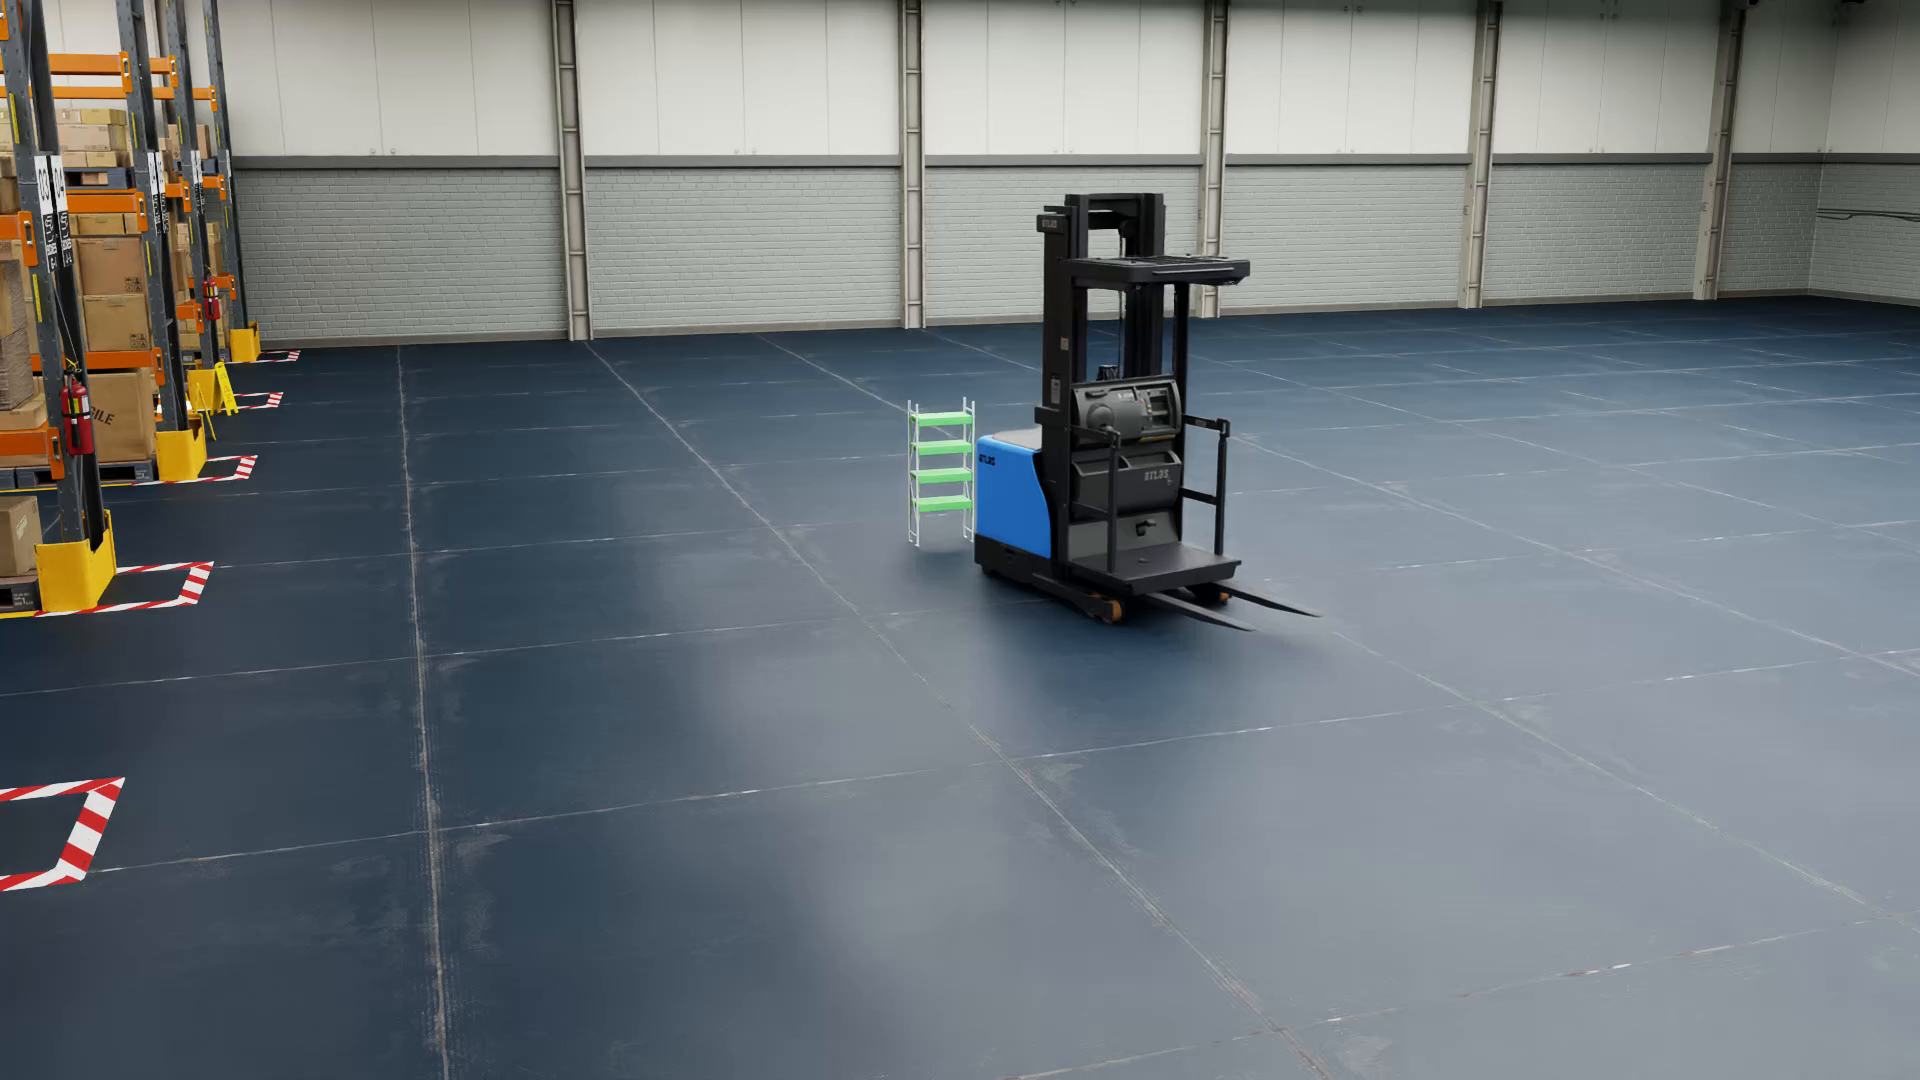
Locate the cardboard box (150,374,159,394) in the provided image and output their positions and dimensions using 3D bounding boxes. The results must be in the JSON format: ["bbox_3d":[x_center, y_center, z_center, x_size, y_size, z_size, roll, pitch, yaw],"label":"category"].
[{"bbox_3d":[-10.407,-1.999,21.098,0.500,0.250,0.500,-5,14,-18],"label":"cardboard box"}]

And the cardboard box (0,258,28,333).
[{"bbox_3d":[-7.151,-1.778,12.116,0.500,0.500,0.500,-4,14,-18],"label":"cardboard box"}]

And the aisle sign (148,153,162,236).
[{"bbox_3d":[-7.866,-3.378,16.246,0.004,0.787,0.394,-4,14,-18],"label":"aisle sign"}]

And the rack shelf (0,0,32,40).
[{"bbox_3d":[-8.439,-3.498,10.966,4.000,0.370,1.077,-4,14,-18],"label":"rack shelf"}]

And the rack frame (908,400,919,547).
[{"bbox_3d":[-0.388,-0.553,13.877,0.015,1.200,0.240,-4,14,-18],"label":"rack frame"}]

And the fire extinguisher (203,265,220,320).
[{"bbox_3d":[-9.448,-3.122,20.954,0.183,0.674,0.296,-4,14,-18],"label":"fire extinguisher"}]

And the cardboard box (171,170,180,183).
[{"bbox_3d":[-10.122,-4.636,21.213,0.250,0.149,0.380,-4,14,-18],"label":"cardboard box"}]

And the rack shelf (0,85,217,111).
[{"bbox_3d":[-13.186,-6.567,24.725,4.000,0.370,1.077,-4,14,-18],"label":"rack shelf"}]

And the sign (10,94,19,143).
[{"bbox_3d":[-6.385,-2.846,11.229,0.005,0.325,0.100,-4,14,-18],"label":"sign"}]

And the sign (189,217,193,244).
[{"bbox_3d":[-9.546,-3.846,20.646,0.005,0.325,0.100,-4,14,-18],"label":"sign"}]

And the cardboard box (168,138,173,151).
[{"bbox_3d":[-10.106,-4.996,21.002,0.250,0.149,0.380,-5,14,-18],"label":"cardboard box"}]

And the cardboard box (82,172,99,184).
[{"bbox_3d":[-10.702,-4.460,20.472,0.250,0.149,0.380,-4,14,-18],"label":"cardboard box"}]

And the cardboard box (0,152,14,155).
[{"bbox_3d":[-8.958,-3.609,15.772,0.250,0.149,0.380,-4,14,-18],"label":"cardboard box"}]

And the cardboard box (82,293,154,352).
[{"bbox_3d":[-8.367,-2.210,16.627,0.550,0.550,0.875,-4,14,-18],"label":"cardboard box"}]

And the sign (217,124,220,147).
[{"bbox_3d":[-11.131,-6.072,24.965,0.005,0.325,0.100,-4,14,-18],"label":"sign"}]

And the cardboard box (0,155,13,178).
[{"bbox_3d":[-6.707,-2.570,11.447,0.250,0.149,0.380,-4,14,-18],"label":"cardboard box"}]

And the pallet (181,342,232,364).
[{"bbox_3d":[-12.002,-2.919,25.957,1.213,0.211,1.003,-4,14,-18],"label":"pallet"}]

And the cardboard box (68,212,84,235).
[{"bbox_3d":[-11.051,-3.751,20.410,0.500,0.500,0.700,-5,14,-19],"label":"cardboard box"}]

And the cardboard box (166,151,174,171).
[{"bbox_3d":[-10.265,-4.805,21.060,0.500,0.250,0.500,-5,14,-19],"label":"cardboard box"}]

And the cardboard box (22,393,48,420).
[{"bbox_3d":[-6.889,-0.988,12.357,0.250,0.149,0.380,-4,14,-18],"label":"cardboard box"}]

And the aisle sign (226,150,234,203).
[{"bbox_3d":[-11.135,-5.546,25.359,0.004,0.787,0.394,-4,14,-18],"label":"aisle sign"}]

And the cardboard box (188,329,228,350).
[{"bbox_3d":[-11.635,-3.104,25.743,0.500,0.250,0.500,-4,14,-18],"label":"cardboard box"}]

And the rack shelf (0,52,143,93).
[{"bbox_3d":[-9.925,-4.401,15.616,4.000,0.370,1.077,-4,14,-18],"label":"rack shelf"}]

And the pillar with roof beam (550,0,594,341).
[{"bbox_3d":[-5.178,-6.904,23.723,0.400,9.000,9.100,-4,14,-18],"label":"pillar with roof beam"}]

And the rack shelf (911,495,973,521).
[{"bbox_3d":[-0.157,-0.276,14.023,0.480,0.148,0.258,-4,14,-18],"label":"rack shelf"}]

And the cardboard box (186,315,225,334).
[{"bbox_3d":[-11.652,-3.346,25.683,0.500,0.250,0.500,-5,14,-19],"label":"cardboard box"}]

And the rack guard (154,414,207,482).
[{"bbox_3d":[-8.007,-0.960,17.098,0.348,0.500,1.175,-4,14,-18],"label":"rack guard"}]

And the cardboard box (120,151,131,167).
[{"bbox_3d":[-8.456,-3.809,16.613,0.250,0.149,0.380,-4,14,-18],"label":"cardboard box"}]

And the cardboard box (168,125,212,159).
[{"bbox_3d":[-11.632,-6.016,25.129,0.500,0.500,0.500,-4,14,-16],"label":"cardboard box"}]

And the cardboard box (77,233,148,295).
[{"bbox_3d":[-8.393,-2.754,16.580,0.550,0.550,0.875,-4,14,-18],"label":"cardboard box"}]

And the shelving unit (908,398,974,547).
[{"bbox_3d":[-0.157,-0.571,13.953,0.503,1.200,0.258,-4,14,-18],"label":"shelving unit"}]

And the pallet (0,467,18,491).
[{"bbox_3d":[-9.916,-0.652,16.429,1.213,0.211,1.003,-4,14,-18],"label":"pallet"}]

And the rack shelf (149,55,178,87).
[{"bbox_3d":[-11.599,-5.672,20.103,4.000,0.370,1.077,-4,14,-18],"label":"rack shelf"}]

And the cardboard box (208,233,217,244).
[{"bbox_3d":[-11.530,-4.618,25.458,0.250,0.149,0.380,-4,14,-17],"label":"cardboard box"}]

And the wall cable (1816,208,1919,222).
[{"bbox_3d":[19.409,-8.037,35.193,0.112,2.526,3.097,-4,14,-18],"label":"wall cable"}]

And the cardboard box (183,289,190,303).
[{"bbox_3d":[-10.092,-3.151,21.449,0.250,0.149,0.380,-4,14,-18],"label":"cardboard box"}]

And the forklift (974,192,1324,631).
[{"bbox_3d":[1.331,-0.962,11.854,1.130,2.935,3.031,-8,16,-32],"label":"forklift"}]

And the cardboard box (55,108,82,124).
[{"bbox_3d":[-8.477,-4.035,15.838,0.250,0.149,0.380,-4,14,-18],"label":"cardboard box"}]

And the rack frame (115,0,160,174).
[{"bbox_3d":[-8.029,-5.093,16.107,0.127,3.000,1.000,-4,14,-18],"label":"rack frame"}]

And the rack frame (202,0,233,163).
[{"bbox_3d":[-11.290,-7.259,25.216,0.127,3.000,1.000,-4,14,-18],"label":"rack frame"}]

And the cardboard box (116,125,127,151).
[{"bbox_3d":[-8.569,-3.979,16.464,0.500,0.250,0.500,-4,14,-18],"label":"cardboard box"}]

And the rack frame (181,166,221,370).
[{"bbox_3d":[-9.704,-3.252,21.335,0.127,3.000,1.000,-4,14,-18],"label":"rack frame"}]

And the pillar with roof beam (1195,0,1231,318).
[{"bbox_3d":[6.195,-7.790,27.447,0.400,9.000,9.100,-4,14,-18],"label":"pillar with roof beam"}]

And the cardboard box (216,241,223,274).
[{"bbox_3d":[-11.849,-4.414,26.001,0.500,0.500,0.500,-4,14,-16],"label":"cardboard box"}]

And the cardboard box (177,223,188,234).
[{"bbox_3d":[-11.787,-4.752,25.378,0.250,0.149,0.380,-4,14,-18],"label":"cardboard box"}]

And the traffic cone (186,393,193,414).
[{"bbox_3d":[-9.024,-1.485,19.387,0.334,0.463,0.336,-4,14,-18],"label":"traffic cone"}]
